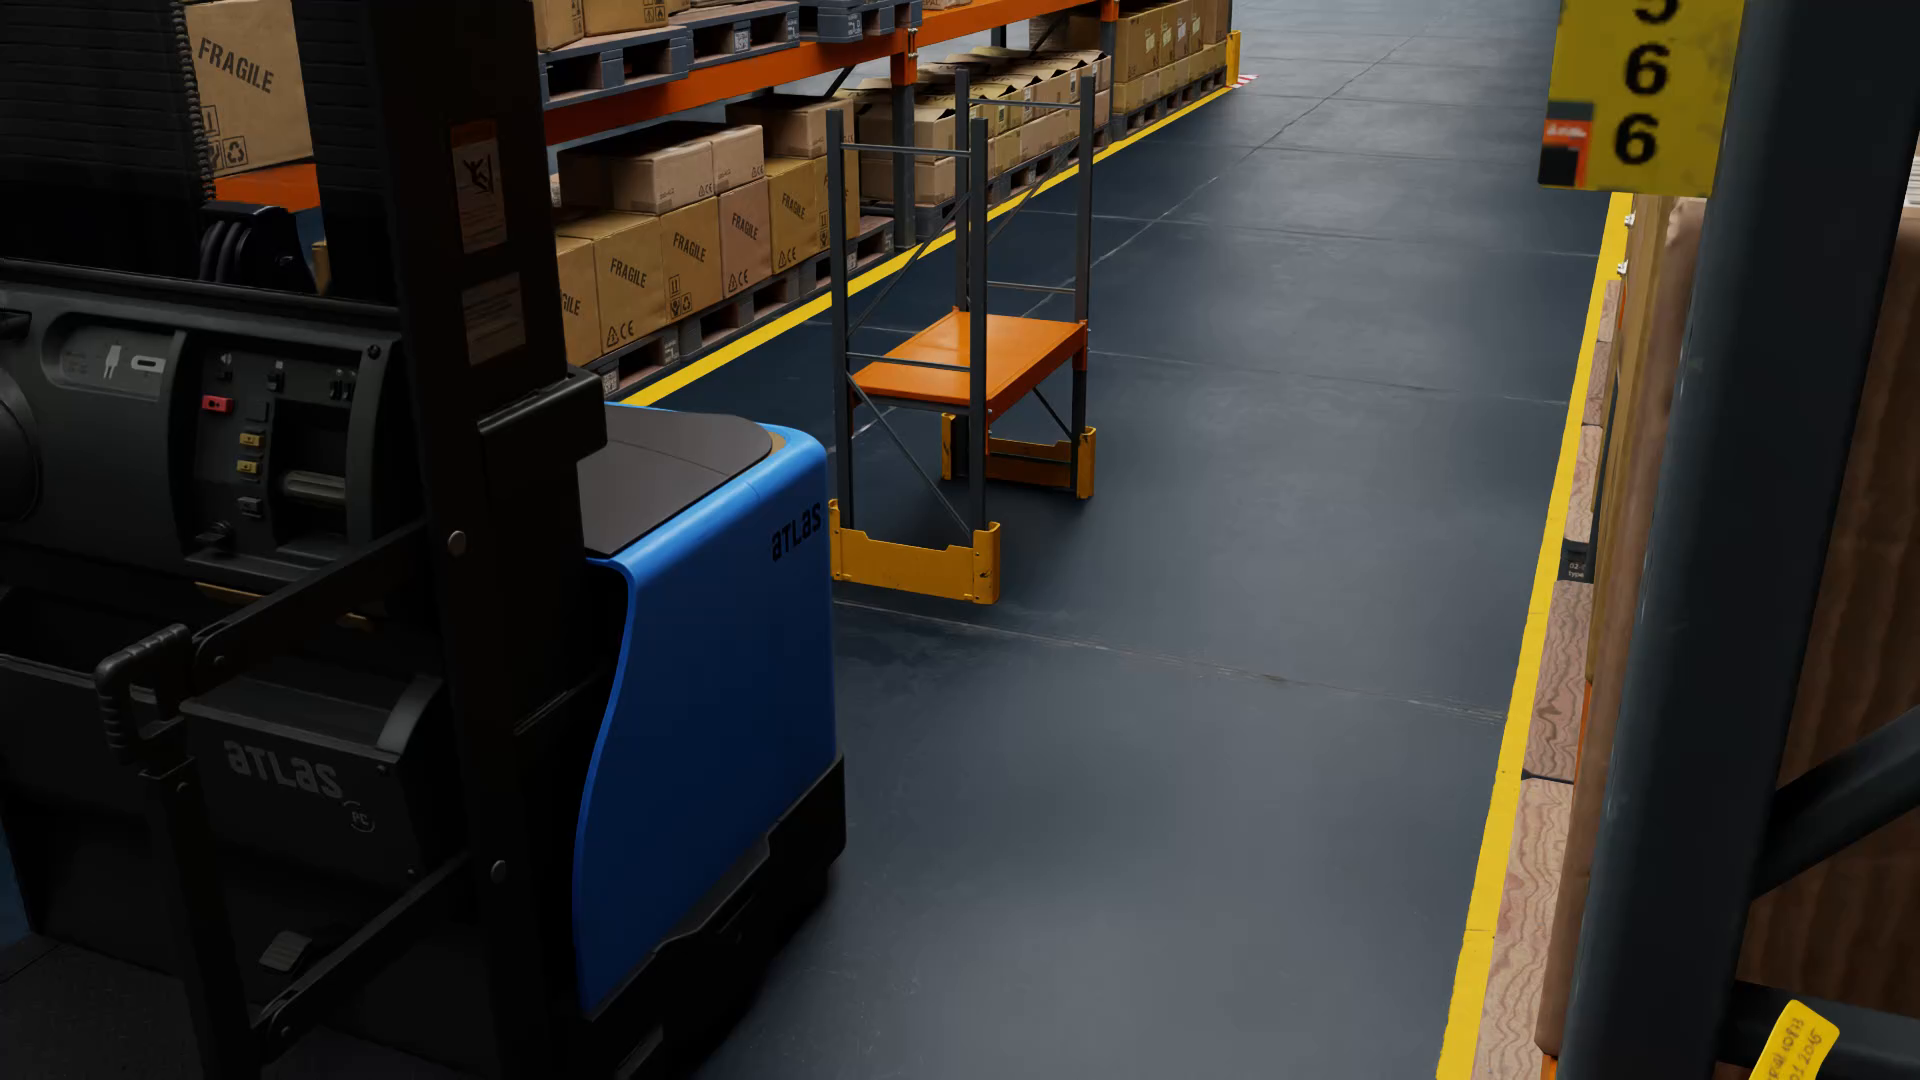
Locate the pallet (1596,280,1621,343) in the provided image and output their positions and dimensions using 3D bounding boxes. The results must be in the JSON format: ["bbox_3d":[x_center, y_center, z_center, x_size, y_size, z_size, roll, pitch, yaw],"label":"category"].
[{"bbox_3d":[3.487,-0.926,7.692,1.003,0.211,1.213,9,24,20],"label":"pallet"}]

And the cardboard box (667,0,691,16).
[{"bbox_3d":[-1.638,-2.641,7.507,0.700,0.500,0.500,3,23,7],"label":"cardboard box"}]

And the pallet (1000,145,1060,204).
[{"bbox_3d":[0.046,-2.629,11.770,1.003,0.211,1.213,9,24,20],"label":"pallet"}]

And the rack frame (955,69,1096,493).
[{"bbox_3d":[0.221,-0.904,5.970,0.500,1.500,0.032,9,24,20],"label":"rack frame"}]

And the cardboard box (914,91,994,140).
[{"bbox_3d":[-0.097,-2.710,10.641,0.500,0.311,0.500,8,24,19],"label":"cardboard box"}]

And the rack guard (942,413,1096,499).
[{"bbox_3d":[0.213,-0.321,6.194,0.587,0.250,0.087,9,24,20],"label":"rack guard"}]

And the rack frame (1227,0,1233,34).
[{"bbox_3d":[2.220,-6.055,16.353,1.000,3.000,0.127,9,24,20],"label":"rack frame"}]

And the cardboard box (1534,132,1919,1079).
[{"bbox_3d":[1.058,0.057,1.333,0.980,0.700,0.700,10,25,22],"label":"cardboard box"}]

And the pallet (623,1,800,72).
[{"bbox_3d":[-1.469,-2.407,7.869,1.003,0.211,1.213,9,24,20],"label":"pallet"}]

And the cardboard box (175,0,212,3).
[{"bbox_3d":[-2.372,-1.866,4.899,0.500,0.500,0.500,8,24,19],"label":"cardboard box"}]

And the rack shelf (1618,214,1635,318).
[{"bbox_3d":[3.107,-1.436,6.230,1.077,0.370,4.000,9,24,20],"label":"rack shelf"}]

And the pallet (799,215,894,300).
[{"bbox_3d":[-1.064,-1.643,9.410,1.003,0.211,1.213,9,24,20],"label":"pallet"}]

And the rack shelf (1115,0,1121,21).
[{"bbox_3d":[1.478,-5.007,14.778,1.077,0.370,4.000,9,24,20],"label":"rack shelf"}]

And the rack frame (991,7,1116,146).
[{"bbox_3d":[0.735,-4.623,12.926,1.000,3.000,0.127,9,24,20],"label":"rack frame"}]

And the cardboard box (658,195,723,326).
[{"bbox_3d":[-1.451,-1.318,7.687,0.500,0.500,0.500,9,24,21],"label":"cardboard box"}]

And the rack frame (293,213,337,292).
[{"bbox_3d":[-2.237,-1.760,6.072,1.000,3.000,0.127,9,24,20],"label":"rack frame"}]

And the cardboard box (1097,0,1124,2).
[{"bbox_3d":[1.255,-4.629,14.990,0.500,0.500,0.500,9,24,20],"label":"cardboard box"}]

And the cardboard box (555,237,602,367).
[{"bbox_3d":[-1.831,-0.948,6.800,0.500,0.500,0.500,8,24,18],"label":"cardboard box"}]

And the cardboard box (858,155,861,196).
[{"bbox_3d":[-0.782,-2.340,10.483,0.500,0.250,0.500,9,24,21],"label":"cardboard box"}]

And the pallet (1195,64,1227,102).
[{"bbox_3d":[1.975,-4.488,16.221,1.003,0.211,1.213,9,24,20],"label":"pallet"}]

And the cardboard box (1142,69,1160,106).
[{"bbox_3d":[1.379,-3.849,14.095,0.500,0.250,0.500,9,24,20],"label":"cardboard box"}]

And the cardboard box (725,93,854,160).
[{"bbox_3d":[-0.898,-2.198,8.820,0.500,0.250,0.500,10,25,22],"label":"cardboard box"}]

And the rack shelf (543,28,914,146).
[{"bbox_3d":[-1.494,-2.144,7.925,1.077,0.370,4.000,9,24,20],"label":"rack shelf"}]

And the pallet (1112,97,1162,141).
[{"bbox_3d":[1.069,-3.615,14.131,1.003,0.211,1.213,9,24,20],"label":"pallet"}]

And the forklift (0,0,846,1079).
[{"bbox_3d":[-1.303,-0.143,2.290,1.130,2.935,3.031,9,24,21],"label":"forklift"}]

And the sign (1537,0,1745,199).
[{"bbox_3d":[0.379,-0.347,0.880,0.100,0.325,0.005,9,24,20],"label":"sign"}]

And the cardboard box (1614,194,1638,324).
[{"bbox_3d":[3.123,-1.129,6.805,0.750,0.750,0.750,9,24,20],"label":"cardboard box"}]

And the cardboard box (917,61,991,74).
[{"bbox_3d":[-0.032,-3.331,12.128,0.500,0.311,0.500,8,24,18],"label":"cardboard box"}]

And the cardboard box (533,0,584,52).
[{"bbox_3d":[-1.853,-2.138,6.301,0.700,0.500,0.500,1,23,2],"label":"cardboard box"}]

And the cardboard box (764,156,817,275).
[{"bbox_3d":[-1.073,-1.688,8.571,0.500,0.500,0.500,8,24,18],"label":"cardboard box"}]

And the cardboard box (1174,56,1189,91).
[{"bbox_3d":[1.750,-4.207,14.952,0.500,0.250,0.500,9,24,20],"label":"cardboard box"}]

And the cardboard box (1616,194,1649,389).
[{"bbox_3d":[1.610,-0.477,2.611,0.980,0.700,0.700,8,24,17],"label":"cardboard box"}]

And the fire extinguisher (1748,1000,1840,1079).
[{"bbox_3d":[0.393,0.575,1.067,0.296,0.674,0.183,9,24,20],"label":"fire extinguisher"}]

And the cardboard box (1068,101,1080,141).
[{"bbox_3d":[0.660,-3.177,12.488,0.500,0.250,0.500,8,24,19],"label":"cardboard box"}]

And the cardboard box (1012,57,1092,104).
[{"bbox_3d":[0.663,-3.434,12.374,0.500,0.311,0.500,9,24,22],"label":"cardboard box"}]

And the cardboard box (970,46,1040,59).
[{"bbox_3d":[0.350,-3.695,12.998,0.500,0.311,0.500,9,24,20],"label":"cardboard box"}]

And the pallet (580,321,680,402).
[{"bbox_3d":[-1.970,-0.770,7.320,1.003,0.211,1.213,9,24,20],"label":"pallet"}]

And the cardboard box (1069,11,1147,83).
[{"bbox_3d":[1.198,-4.015,13.521,0.500,0.500,0.500,9,24,20],"label":"cardboard box"}]

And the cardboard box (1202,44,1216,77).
[{"bbox_3d":[2.121,-4.565,15.809,0.500,0.250,0.500,9,24,20],"label":"cardboard box"}]

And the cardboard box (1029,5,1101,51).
[{"bbox_3d":[0.901,-4.269,14.127,0.500,0.500,0.500,9,24,20],"label":"cardboard box"}]

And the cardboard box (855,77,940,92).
[{"bbox_3d":[-0.408,-2.965,11.252,0.500,0.311,0.500,9,24,20],"label":"cardboard box"}]

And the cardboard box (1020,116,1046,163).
[{"bbox_3d":[0.280,-2.812,11.614,0.500,0.250,0.500,9,24,21],"label":"cardboard box"}]

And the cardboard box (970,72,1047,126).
[{"bbox_3d":[0.285,-3.076,11.518,0.500,0.311,0.500,8,24,19],"label":"cardboard box"}]

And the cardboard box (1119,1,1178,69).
[{"bbox_3d":[1.569,-4.373,14.377,0.500,0.500,0.500,9,24,20],"label":"cardboard box"}]

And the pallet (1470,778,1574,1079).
[{"bbox_3d":[1.557,0.933,3.242,1.003,0.211,1.213,9,24,20],"label":"pallet"}]

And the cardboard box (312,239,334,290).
[{"bbox_3d":[-2.320,-1.027,6.990,0.500,0.500,0.500,9,24,20],"label":"cardboard box"}]

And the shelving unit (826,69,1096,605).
[{"bbox_3d":[0.028,-0.719,5.526,0.587,1.500,1.083,9,24,20],"label":"shelving unit"}]

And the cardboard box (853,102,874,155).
[{"bbox_3d":[-0.785,-2.598,10.373,0.500,0.311,0.500,9,24,21],"label":"cardboard box"}]

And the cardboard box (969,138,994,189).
[{"bbox_3d":[-0.098,-2.442,10.727,0.500,0.250,0.500,8,24,19],"label":"cardboard box"}]

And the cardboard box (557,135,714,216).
[{"bbox_3d":[-1.460,-1.652,7.513,0.500,0.250,0.500,9,24,20],"label":"cardboard box"}]

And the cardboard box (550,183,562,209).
[{"bbox_3d":[-1.942,-1.383,7.841,0.500,0.500,0.500,9,24,21],"label":"cardboard box"}]

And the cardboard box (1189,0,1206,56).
[{"bbox_3d":[1.940,-4.731,15.234,0.500,0.500,0.500,9,24,20],"label":"cardboard box"}]

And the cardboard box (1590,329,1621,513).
[{"bbox_3d":[2.484,-0.505,5.313,0.750,0.750,0.750,9,24,21],"label":"cardboard box"}]
